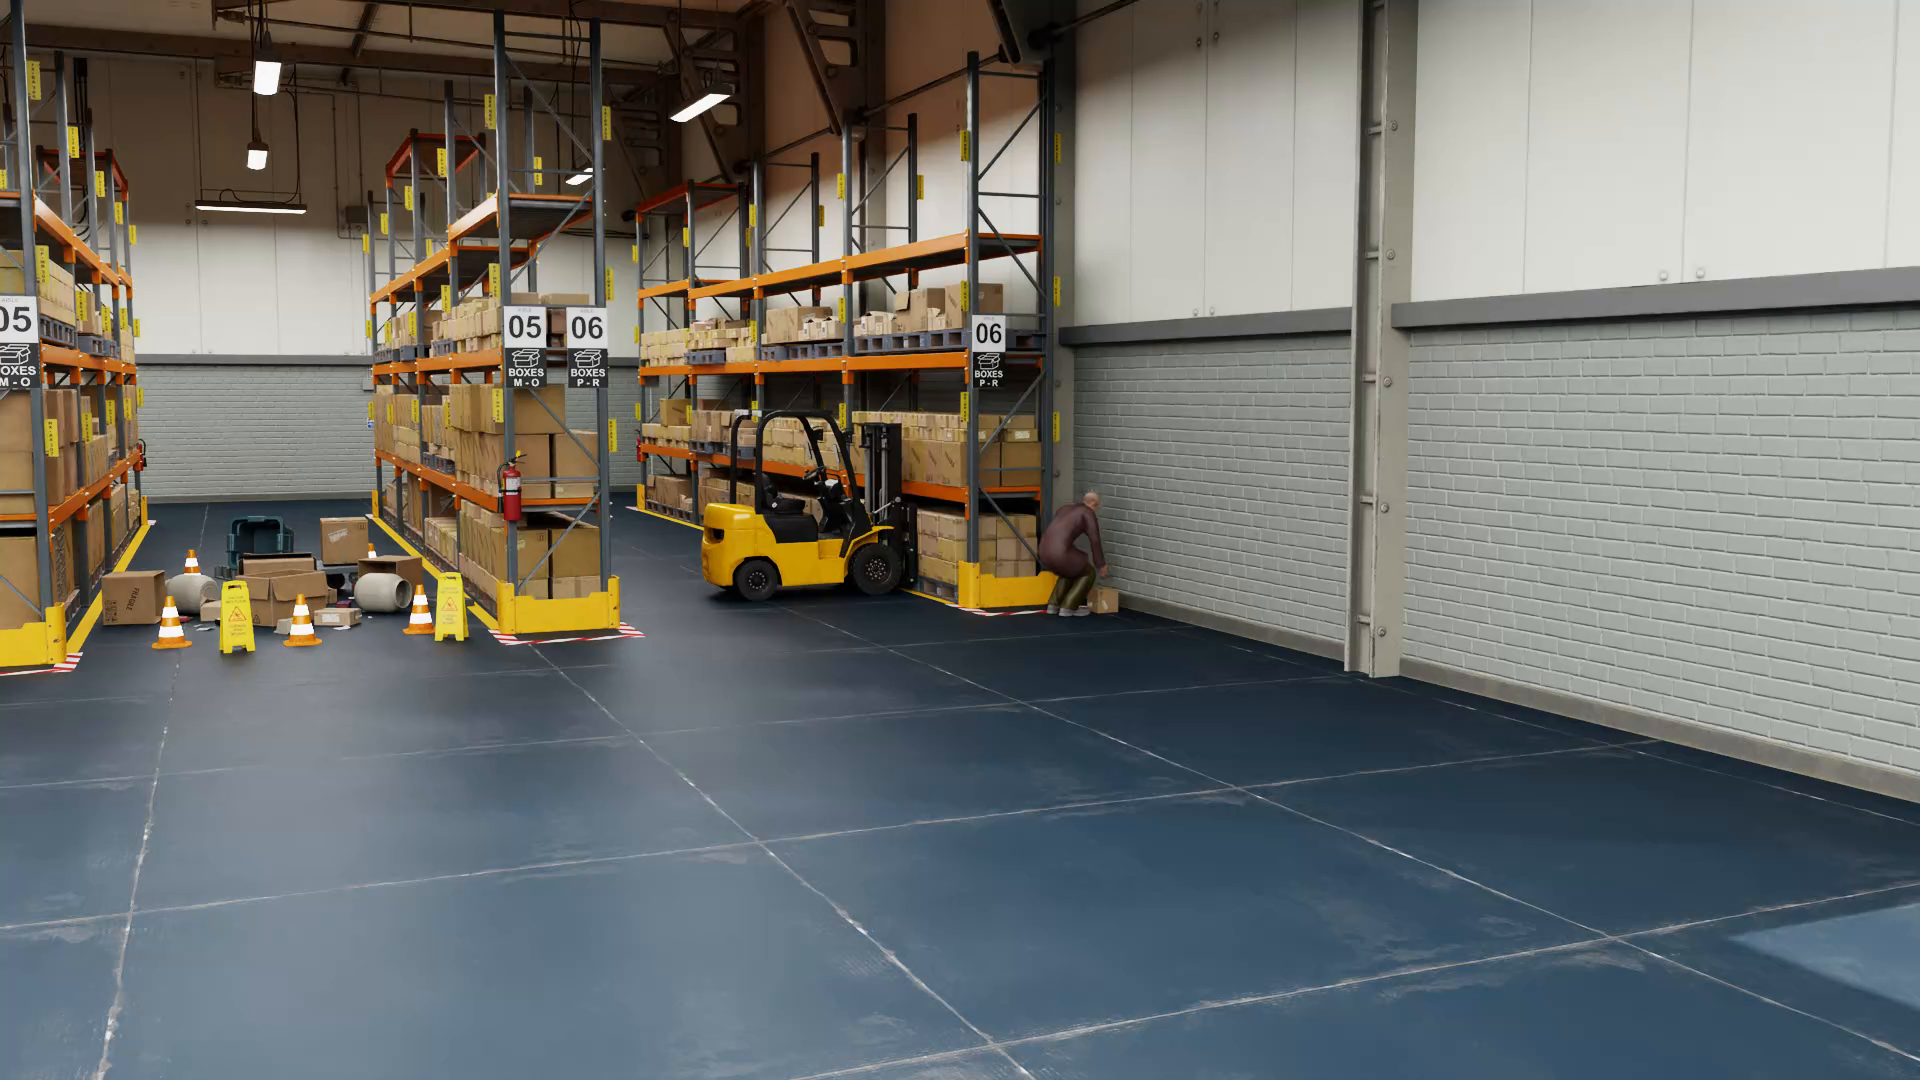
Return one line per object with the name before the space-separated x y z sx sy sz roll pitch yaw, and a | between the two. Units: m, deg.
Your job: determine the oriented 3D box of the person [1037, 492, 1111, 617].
person | 1.178 0.152 17.732 0.780 1.287 0.633 -3 6 -31
